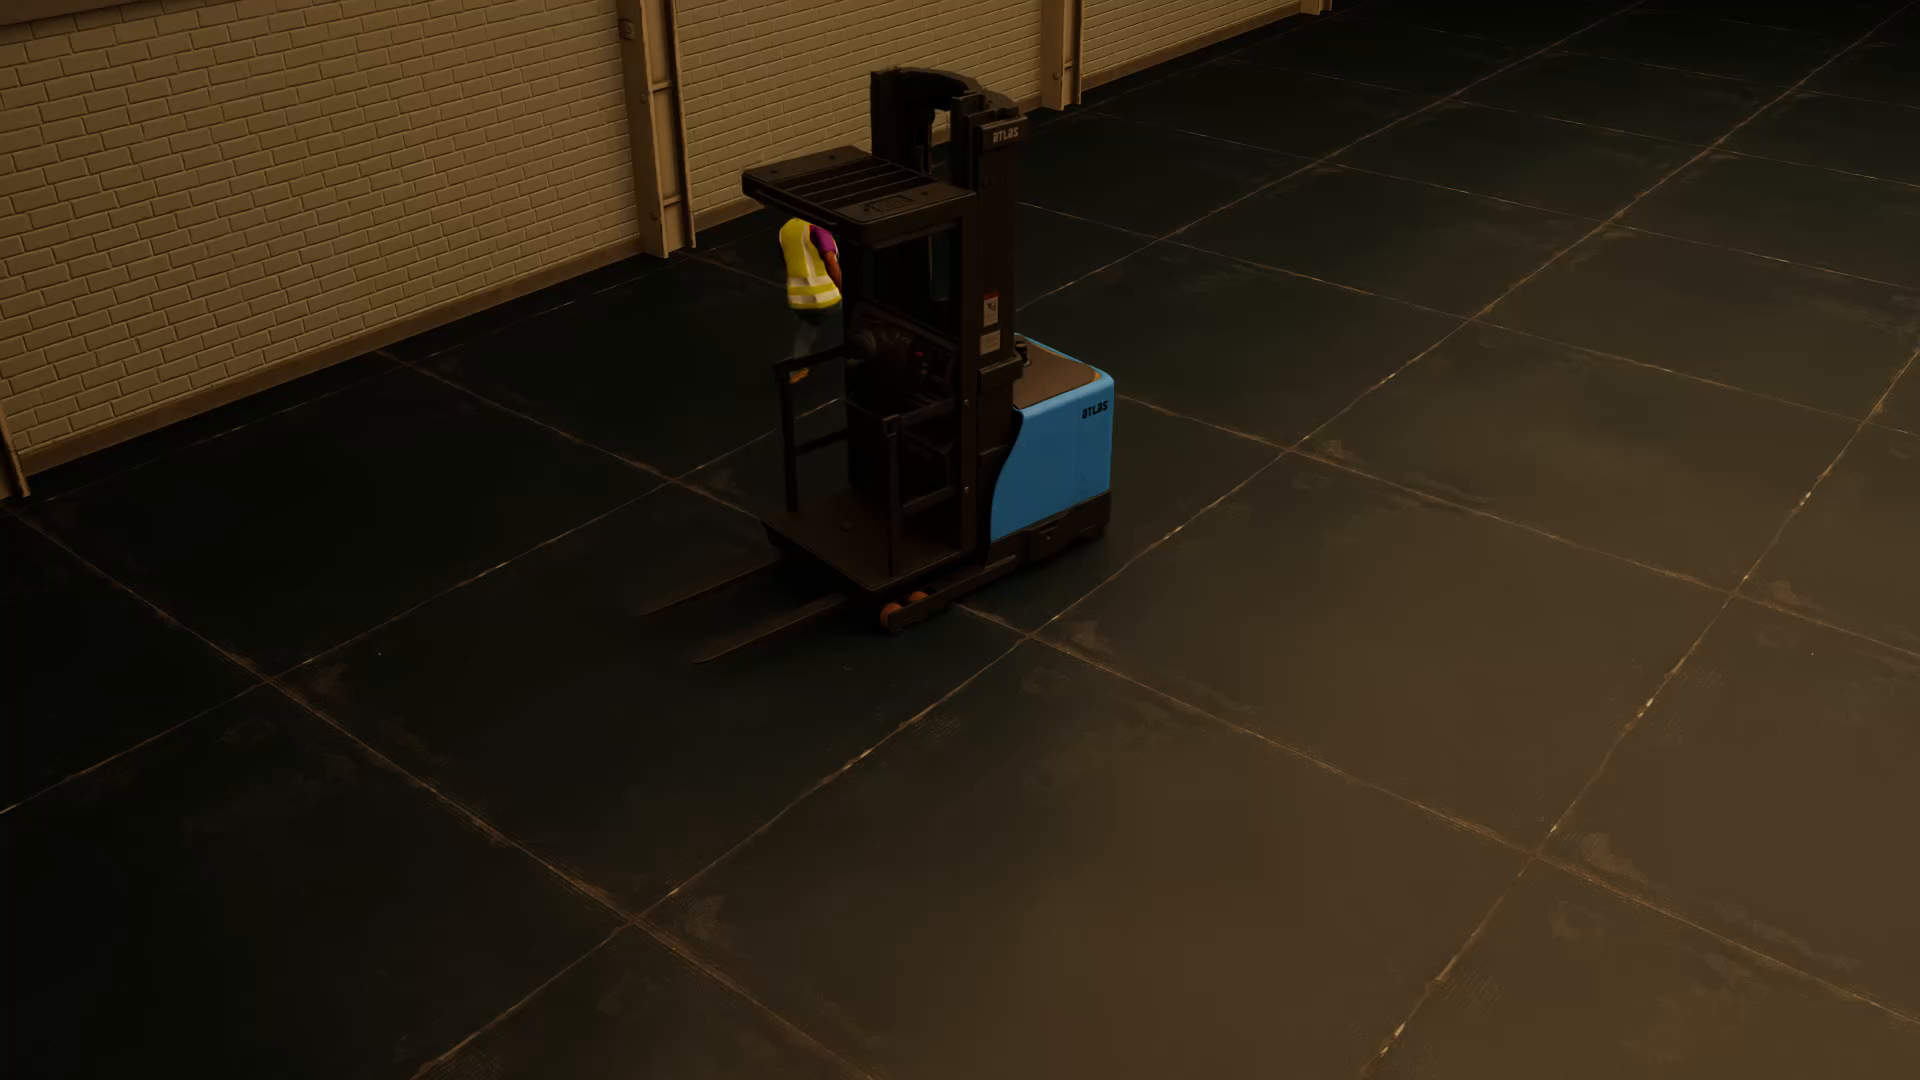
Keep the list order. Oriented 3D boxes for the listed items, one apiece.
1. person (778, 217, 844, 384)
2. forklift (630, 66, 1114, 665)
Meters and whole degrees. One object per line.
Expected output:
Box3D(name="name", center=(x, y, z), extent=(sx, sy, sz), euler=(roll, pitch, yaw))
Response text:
Box3D(name="person", center=(-0.973, -1.880, 12.235), extent=(0.819, 1.535, 0.742), euler=(16, 34, 25))
Box3D(name="forklift", center=(-0.494, -1.033, 9.362), extent=(3.031, 2.935, 1.130), euler=(-23, 38, -34))
